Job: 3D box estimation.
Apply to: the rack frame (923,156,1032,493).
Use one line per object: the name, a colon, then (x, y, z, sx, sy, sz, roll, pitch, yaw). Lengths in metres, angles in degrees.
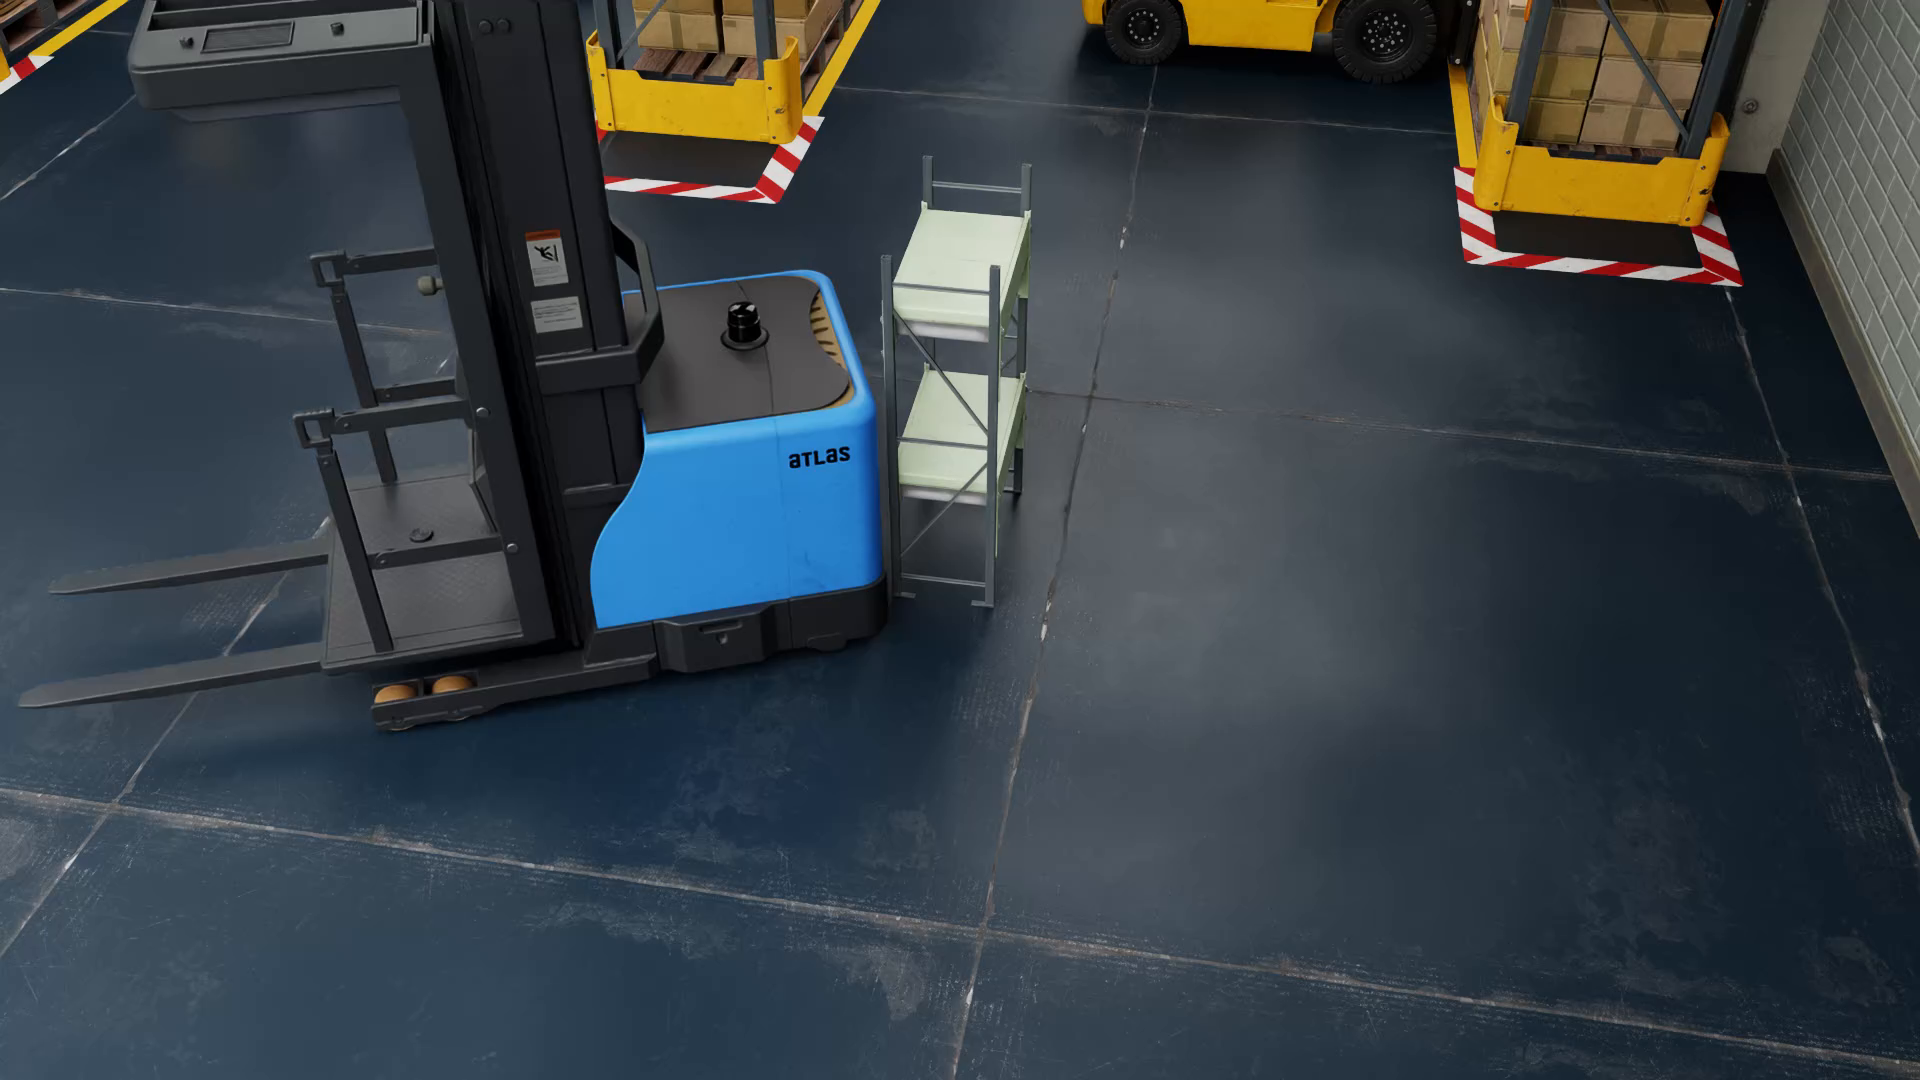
rack frame: (0.062, -0.804, 6.545, 0.400, 1.500, 0.023, 6, 40, 8)

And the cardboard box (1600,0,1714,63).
cardboard box: (3.637, -2.752, 8.768, 0.500, 0.250, 0.500, 6, 40, 7)

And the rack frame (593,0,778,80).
rack frame: (-1.522, -3.529, 8.664, 1.000, 3.000, 0.127, 6, 40, 8)

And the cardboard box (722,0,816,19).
cardboard box: (-1.107, -3.411, 9.761, 0.500, 0.500, 0.500, 5, 40, 6)

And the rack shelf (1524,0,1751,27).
rack shelf: (3.713, -3.962, 9.752, 1.077, 0.370, 4.000, 6, 40, 8)

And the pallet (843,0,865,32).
pallet: (-1.120, -3.771, 11.146, 1.003, 0.211, 1.213, 6, 40, 8)

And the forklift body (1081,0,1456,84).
forklift body: (1.899, -4.048, 9.958, 2.313, 2.155, 1.214, 6, 40, 8)

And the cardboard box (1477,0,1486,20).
cardboard box: (3.310, -3.258, 9.773, 0.500, 0.250, 0.500, 6, 40, 7)

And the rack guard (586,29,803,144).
rack guard: (-1.509, -2.613, 9.518, 1.175, 0.500, 0.348, 6, 40, 8)

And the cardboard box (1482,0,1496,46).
cardboard box: (3.241, -2.932, 9.378, 0.500, 0.250, 0.500, 6, 40, 7)

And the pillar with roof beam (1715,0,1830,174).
pillar with roof beam: (0.135, -6.108, 7.076, 9.100, 9.000, 0.400, 6, 40, 8)

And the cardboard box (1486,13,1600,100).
cardboard box: (3.144, -2.619, 8.999, 0.500, 0.250, 0.500, 6, 40, 7)

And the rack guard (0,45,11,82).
rack guard: (-6.419, -3.033, 10.026, 1.175, 0.500, 0.348, 6, 40, 8)

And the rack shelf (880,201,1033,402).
rack shelf: (-0.001, -0.875, 6.018, 0.431, 0.370, 0.720, 6, 40, 8)

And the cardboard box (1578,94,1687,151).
cardboard box: (3.645, -2.373, 9.094, 0.500, 0.250, 0.500, 7, 40, 8)

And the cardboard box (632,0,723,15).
cardboard box: (-1.640, -3.452, 9.810, 0.500, 0.500, 0.500, 7, 40, 8)

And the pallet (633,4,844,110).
pallet: (-1.334, -3.008, 10.222, 1.003, 0.211, 1.213, 6, 40, 8)

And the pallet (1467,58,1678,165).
pallet: (3.458, -2.394, 9.479, 1.003, 0.211, 1.213, 6, 40, 8)

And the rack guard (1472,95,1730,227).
rack guard: (3.363, -2.005, 8.783, 1.175, 0.500, 0.348, 6, 40, 8)

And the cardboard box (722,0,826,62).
cardboard box: (-1.110, -3.107, 9.982, 0.500, 0.250, 0.500, 6, 40, 7)

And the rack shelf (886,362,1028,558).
rack shelf: (-0.001, -0.323, 6.475, 0.431, 0.370, 0.720, 6, 40, 8)

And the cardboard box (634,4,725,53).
cardboard box: (-1.643, -3.183, 10.074, 0.500, 0.250, 0.500, 6, 40, 7)

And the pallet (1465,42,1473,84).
pallet: (3.672, -3.157, 10.403, 1.003, 0.211, 1.213, 6, 40, 8)

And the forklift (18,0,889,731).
forklift: (-1.844, -0.823, 5.446, 3.031, 2.935, 1.130, -9, 40, -11)

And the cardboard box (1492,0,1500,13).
cardboard box: (3.222, -3.116, 9.208, 0.500, 0.250, 0.500, 7, 40, 8)

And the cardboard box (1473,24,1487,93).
cardboard box: (3.233, -2.727, 9.522, 0.500, 0.250, 0.500, 6, 40, 8)

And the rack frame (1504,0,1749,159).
rack frame: (3.367, -2.984, 8.005, 1.000, 3.000, 0.127, 6, 40, 8)

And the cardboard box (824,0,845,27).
cardboard box: (-1.014, -3.426, 10.368, 0.500, 0.250, 0.500, 8, 40, 9)

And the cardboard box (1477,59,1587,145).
cardboard box: (3.137, -2.416, 9.146, 0.500, 0.250, 0.500, 7, 40, 8)

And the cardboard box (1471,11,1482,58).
cardboard box: (3.328, -3.040, 9.901, 0.500, 0.250, 0.500, 7, 40, 8)

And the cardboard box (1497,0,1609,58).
cardboard box: (3.140, -2.795, 8.820, 0.500, 0.250, 0.500, 8, 40, 9)

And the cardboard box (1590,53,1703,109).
cardboard box: (3.653, -2.551, 8.917, 0.500, 0.250, 0.500, 7, 40, 8)

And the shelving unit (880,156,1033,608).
shelving unit: (-0.001, -0.574, 6.267, 0.431, 1.500, 0.755, 6, 40, 8)

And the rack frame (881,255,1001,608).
rack frame: (-0.064, -0.344, 5.989, 0.400, 1.500, 0.023, 6, 40, 8)
